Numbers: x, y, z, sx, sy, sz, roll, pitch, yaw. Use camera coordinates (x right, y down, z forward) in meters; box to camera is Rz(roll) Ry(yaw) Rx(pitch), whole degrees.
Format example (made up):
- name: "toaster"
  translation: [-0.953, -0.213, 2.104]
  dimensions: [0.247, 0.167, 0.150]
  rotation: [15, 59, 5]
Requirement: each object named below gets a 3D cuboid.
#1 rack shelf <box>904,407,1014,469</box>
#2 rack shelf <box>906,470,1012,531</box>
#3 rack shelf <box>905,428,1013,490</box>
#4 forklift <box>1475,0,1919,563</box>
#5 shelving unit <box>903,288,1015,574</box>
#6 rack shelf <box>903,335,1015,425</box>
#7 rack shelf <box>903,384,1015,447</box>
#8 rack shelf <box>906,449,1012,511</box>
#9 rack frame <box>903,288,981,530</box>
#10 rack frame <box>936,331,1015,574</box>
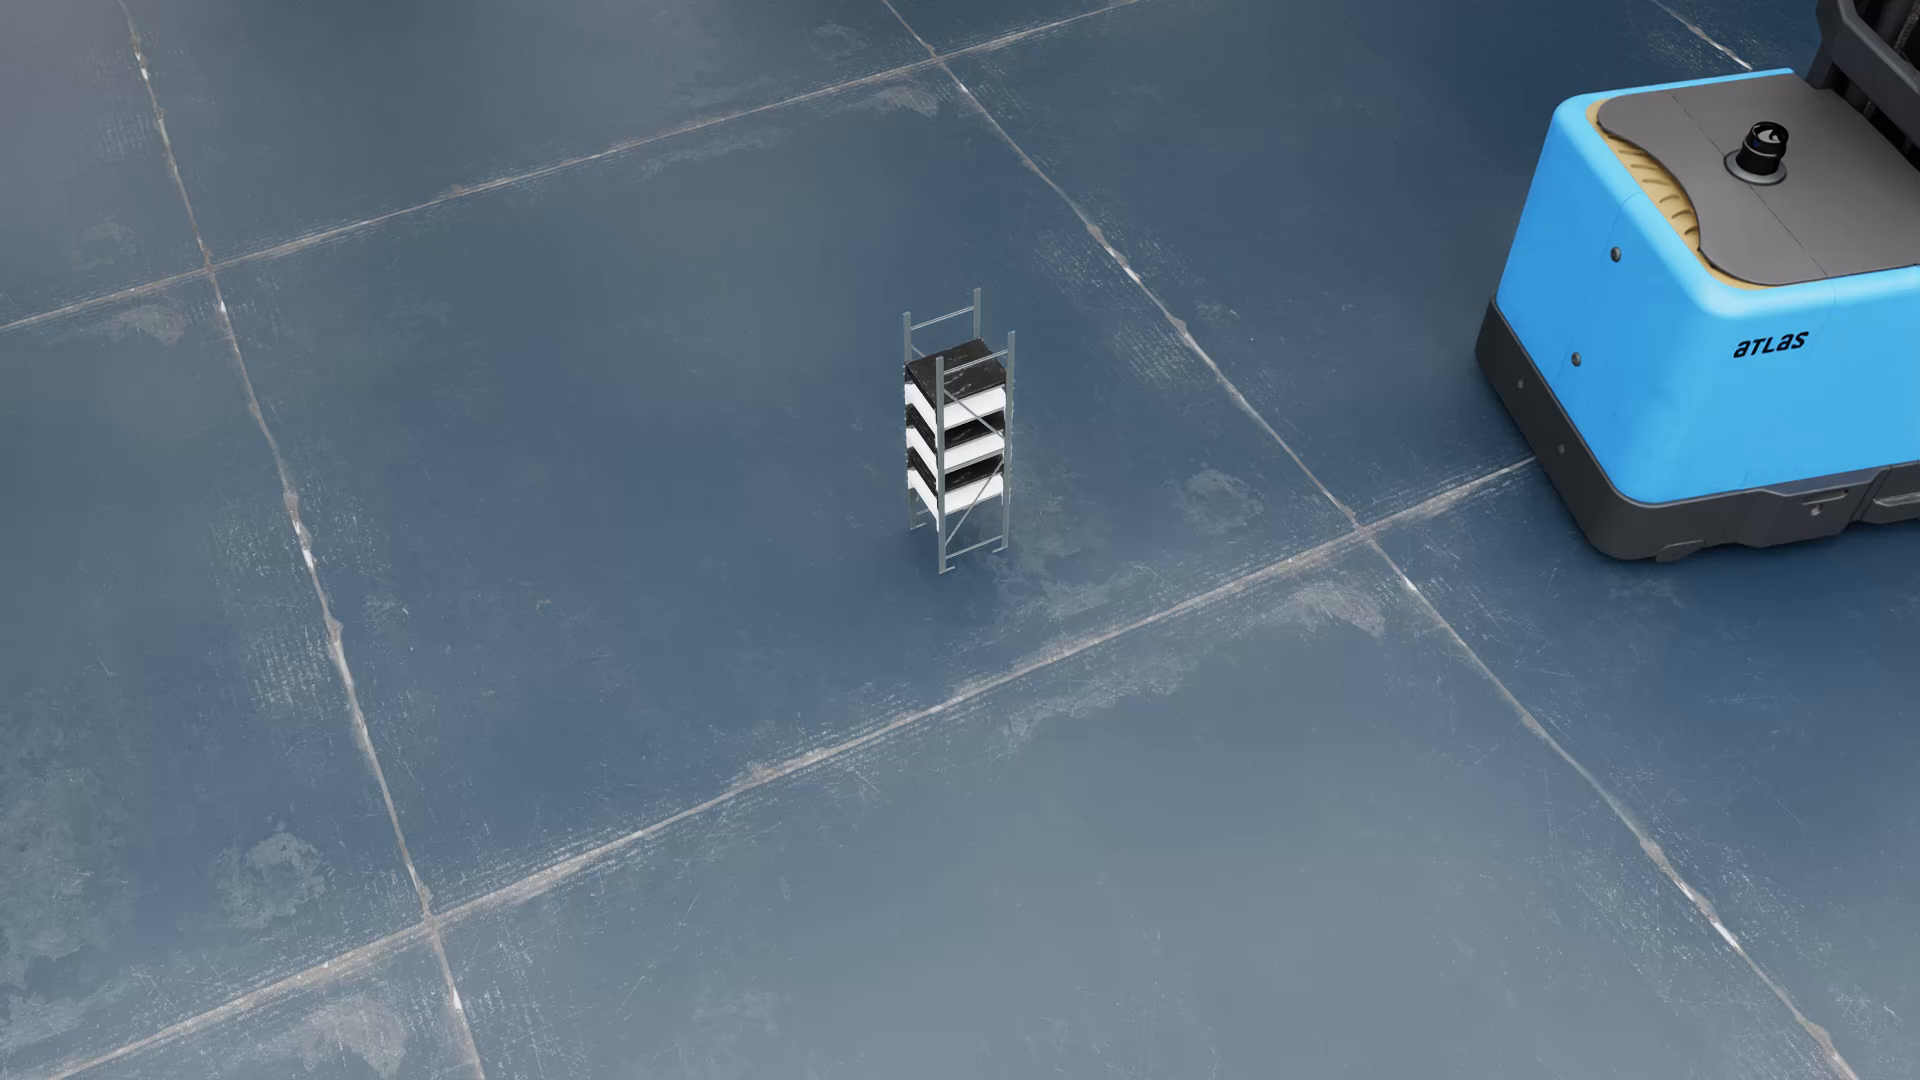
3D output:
- name: "rack shelf"
  translation: [-0.004, -0.339, 4.873]
  dimensions: [0.258, 0.077, 0.200]
  rotation: [-21, 52, -18]
- name: "rack shelf"
  translation: [-0.004, -0.161, 5.077]
  dimensions: [0.258, 0.077, 0.200]
  rotation: [-21, 52, -18]
- name: "rack shelf"
  translation: [-0.004, -0.280, 4.941]
  dimensions: [0.258, 0.077, 0.200]
  rotation: [-21, 52, -18]
- name: "forklift"
  translation: [3.340, -1.467, 4.586]
  dimensions: [3.031, 2.935, 1.130]
  rotation: [-9, 49, -8]
- name: "shelving unit"
  translation: [-0.004, -0.302, 4.916]
  dimensions: [0.258, 0.900, 0.210]
  rotation: [-21, 52, -18]
- name: "rack shelf"
  translation: [-0.004, -0.458, 4.738]
  dimensions: [0.258, 0.077, 0.200]
  rotation: [-21, 52, -18]
- name: "rack shelf"
  translation: [-0.004, -0.398, 4.806]
  dimensions: [0.258, 0.077, 0.200]
  rotation: [-21, 52, -18]
- name: "rack shelf"
  translation: [-0.004, -0.221, 5.009]
  dimensions: [0.258, 0.077, 0.200]
  rotation: [-21, 52, -18]
- name: "rack frame"
  translation: [-0.050, -0.370, 4.976]
  dimensions: [0.240, 0.900, 0.006]
  rotation: [-21, 52, -18]
- name: "rack frame"
  translation: [0.043, -0.234, 4.857]
  dimensions: [0.240, 0.900, 0.006]
  rotation: [-21, 52, -18]
